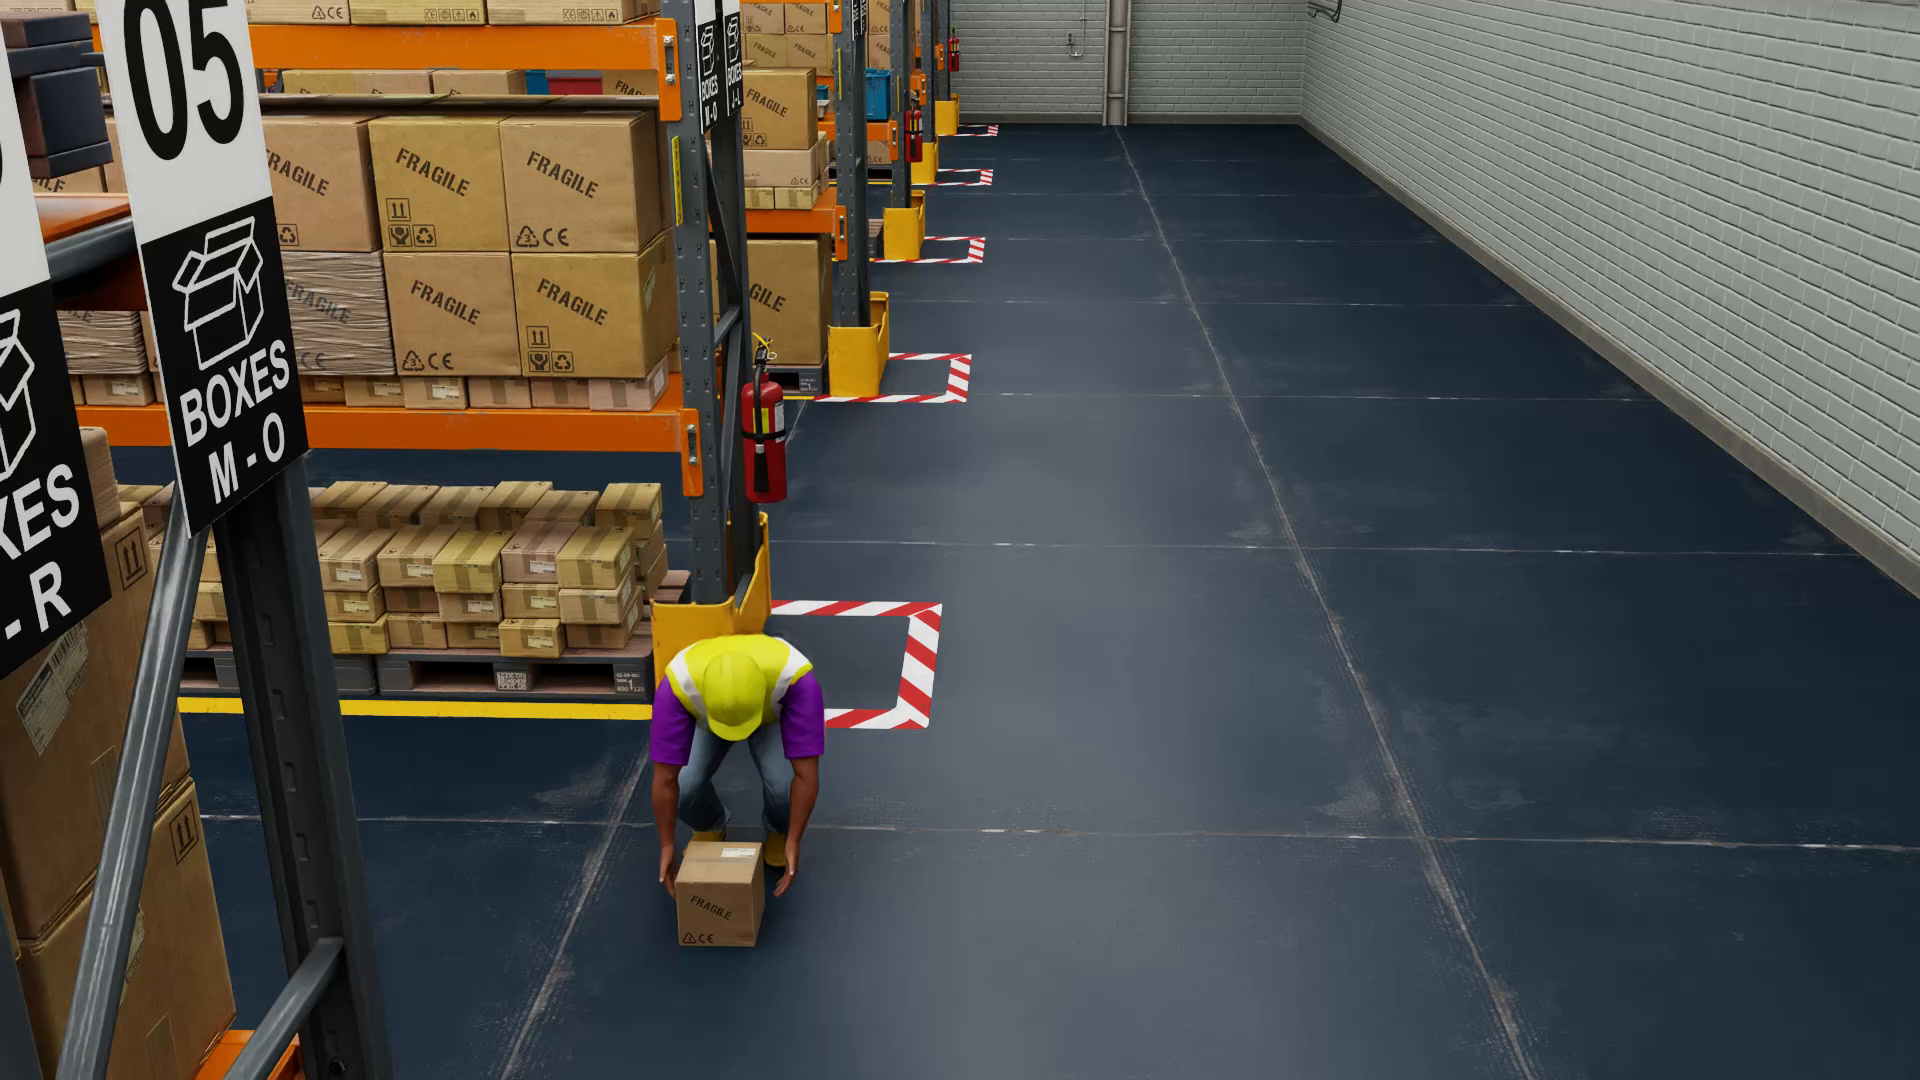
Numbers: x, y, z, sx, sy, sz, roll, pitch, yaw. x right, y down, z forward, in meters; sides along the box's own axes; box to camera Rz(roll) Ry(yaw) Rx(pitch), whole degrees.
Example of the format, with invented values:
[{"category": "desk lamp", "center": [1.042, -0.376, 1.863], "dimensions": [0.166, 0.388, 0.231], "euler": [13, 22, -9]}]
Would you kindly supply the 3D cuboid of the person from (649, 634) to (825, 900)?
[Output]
[{"category": "person", "center": [-0.745, 0.709, 5.767], "dimensions": [0.584, 0.994, 0.894], "euler": [1, 21, 2]}]
